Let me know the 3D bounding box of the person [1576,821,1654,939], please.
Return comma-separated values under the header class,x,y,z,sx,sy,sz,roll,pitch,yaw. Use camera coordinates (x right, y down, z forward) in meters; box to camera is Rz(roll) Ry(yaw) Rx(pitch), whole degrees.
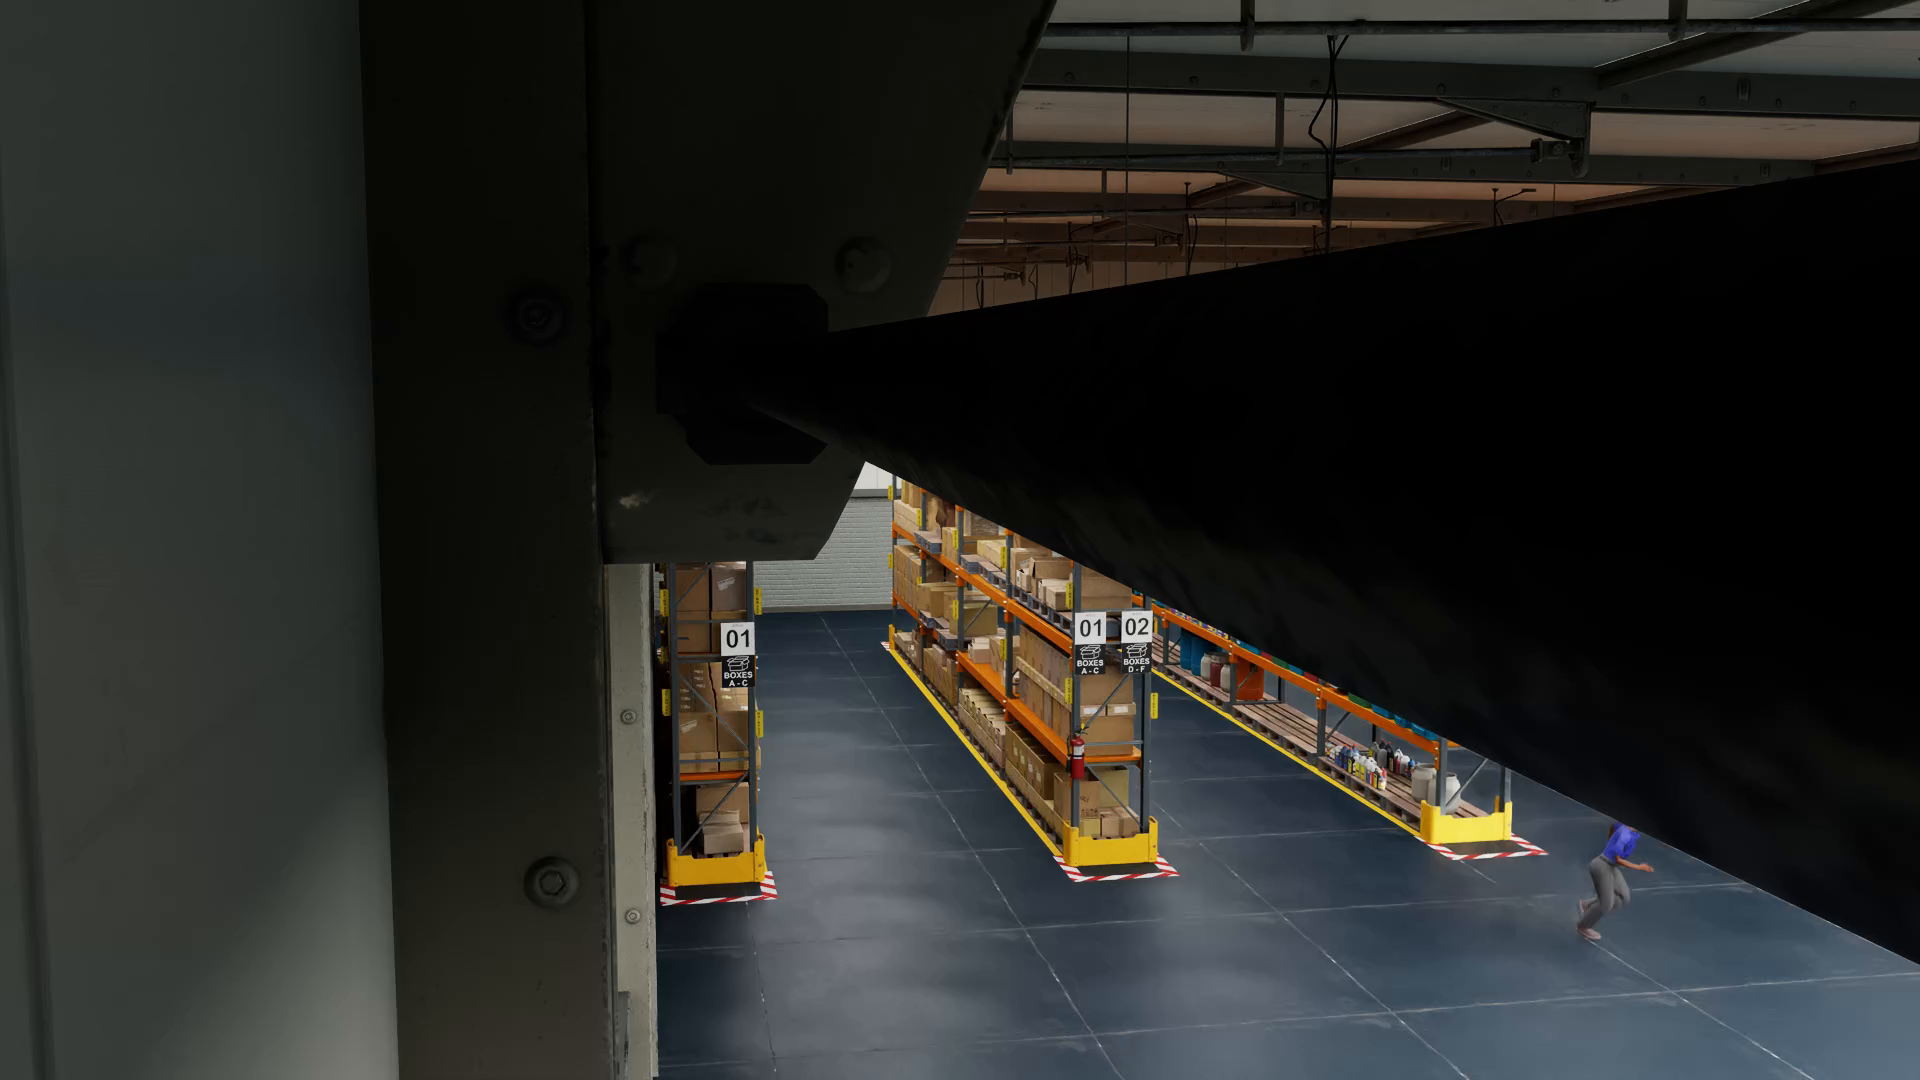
class,x,y,z,sx,sy,sz,roll,pitch,yaw
person,7.194,3.640,18.227,0.779,1.482,0.596,4,7,30
